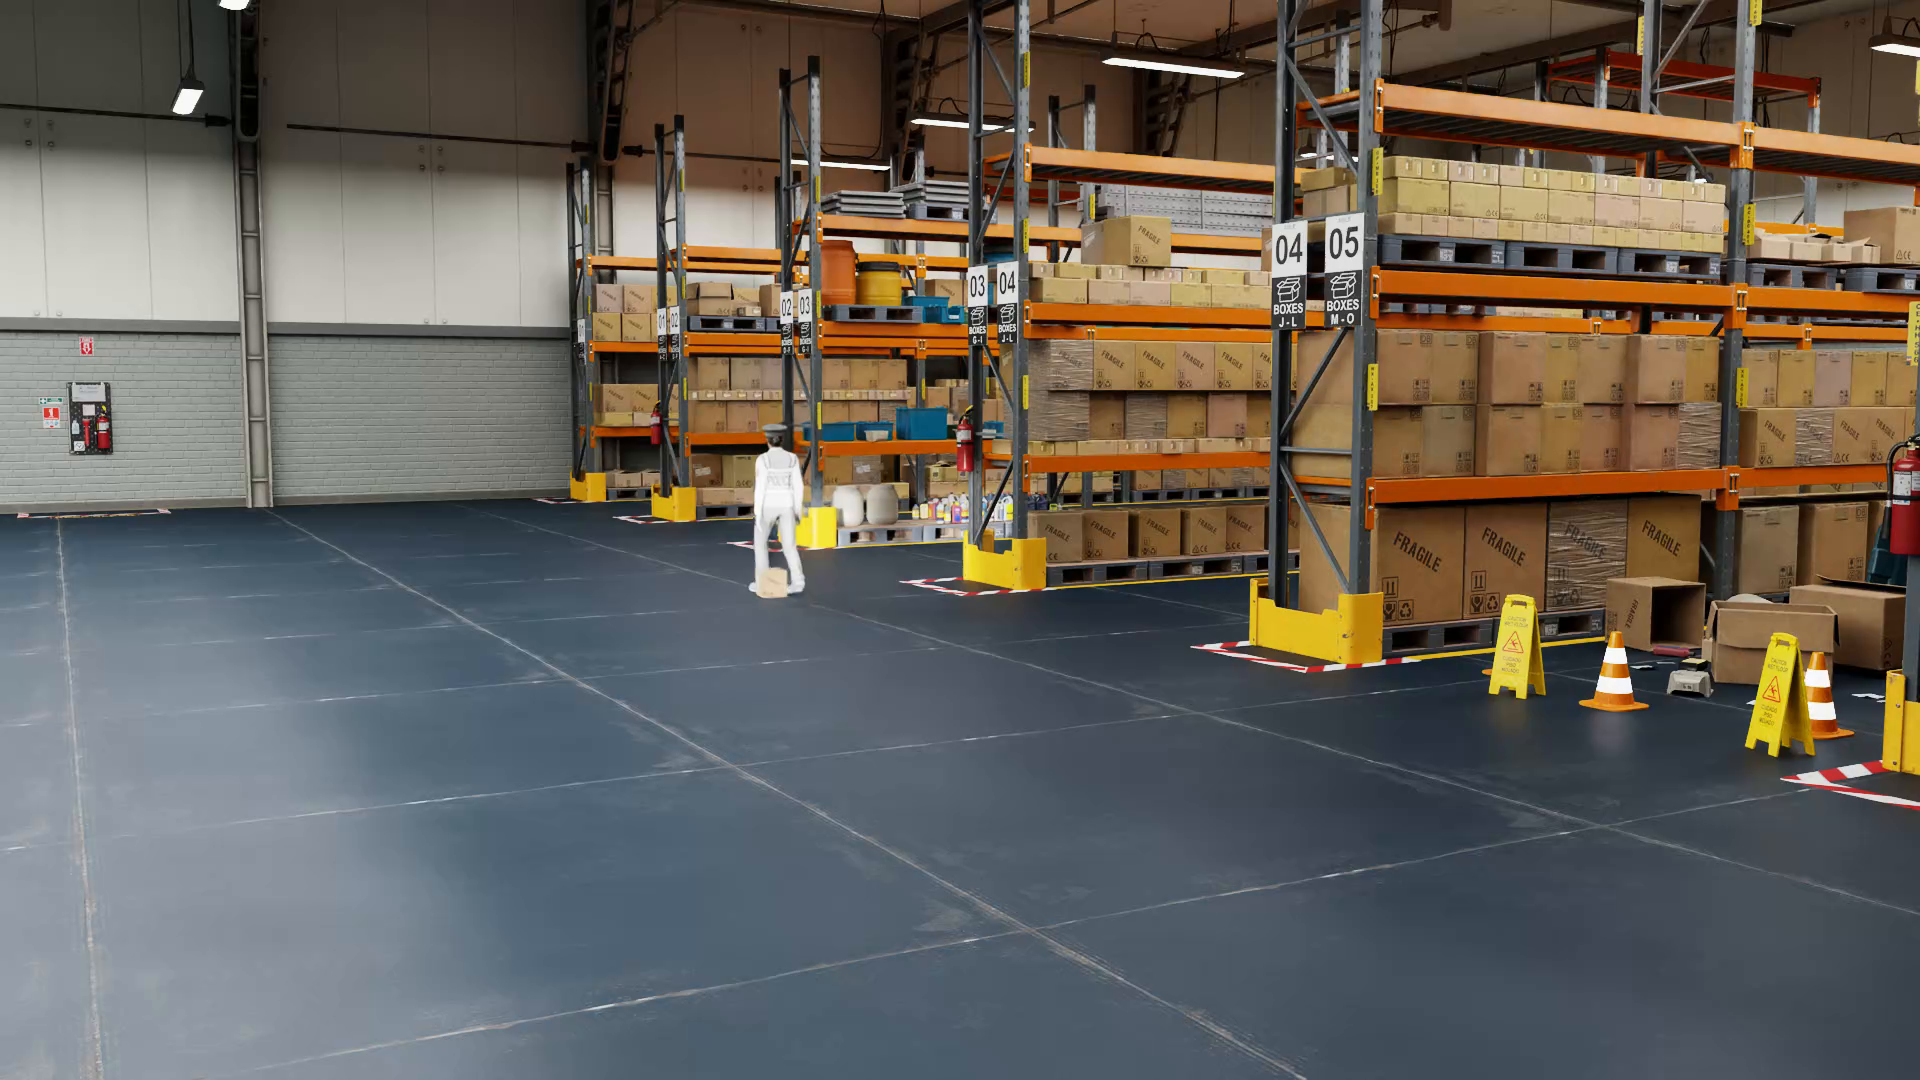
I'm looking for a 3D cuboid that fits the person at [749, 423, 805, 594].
[{"bbox_3d":[-1.702,-0.279,15.570,0.530,1.619,0.945,-2,6,-25],"label":"person"}]
